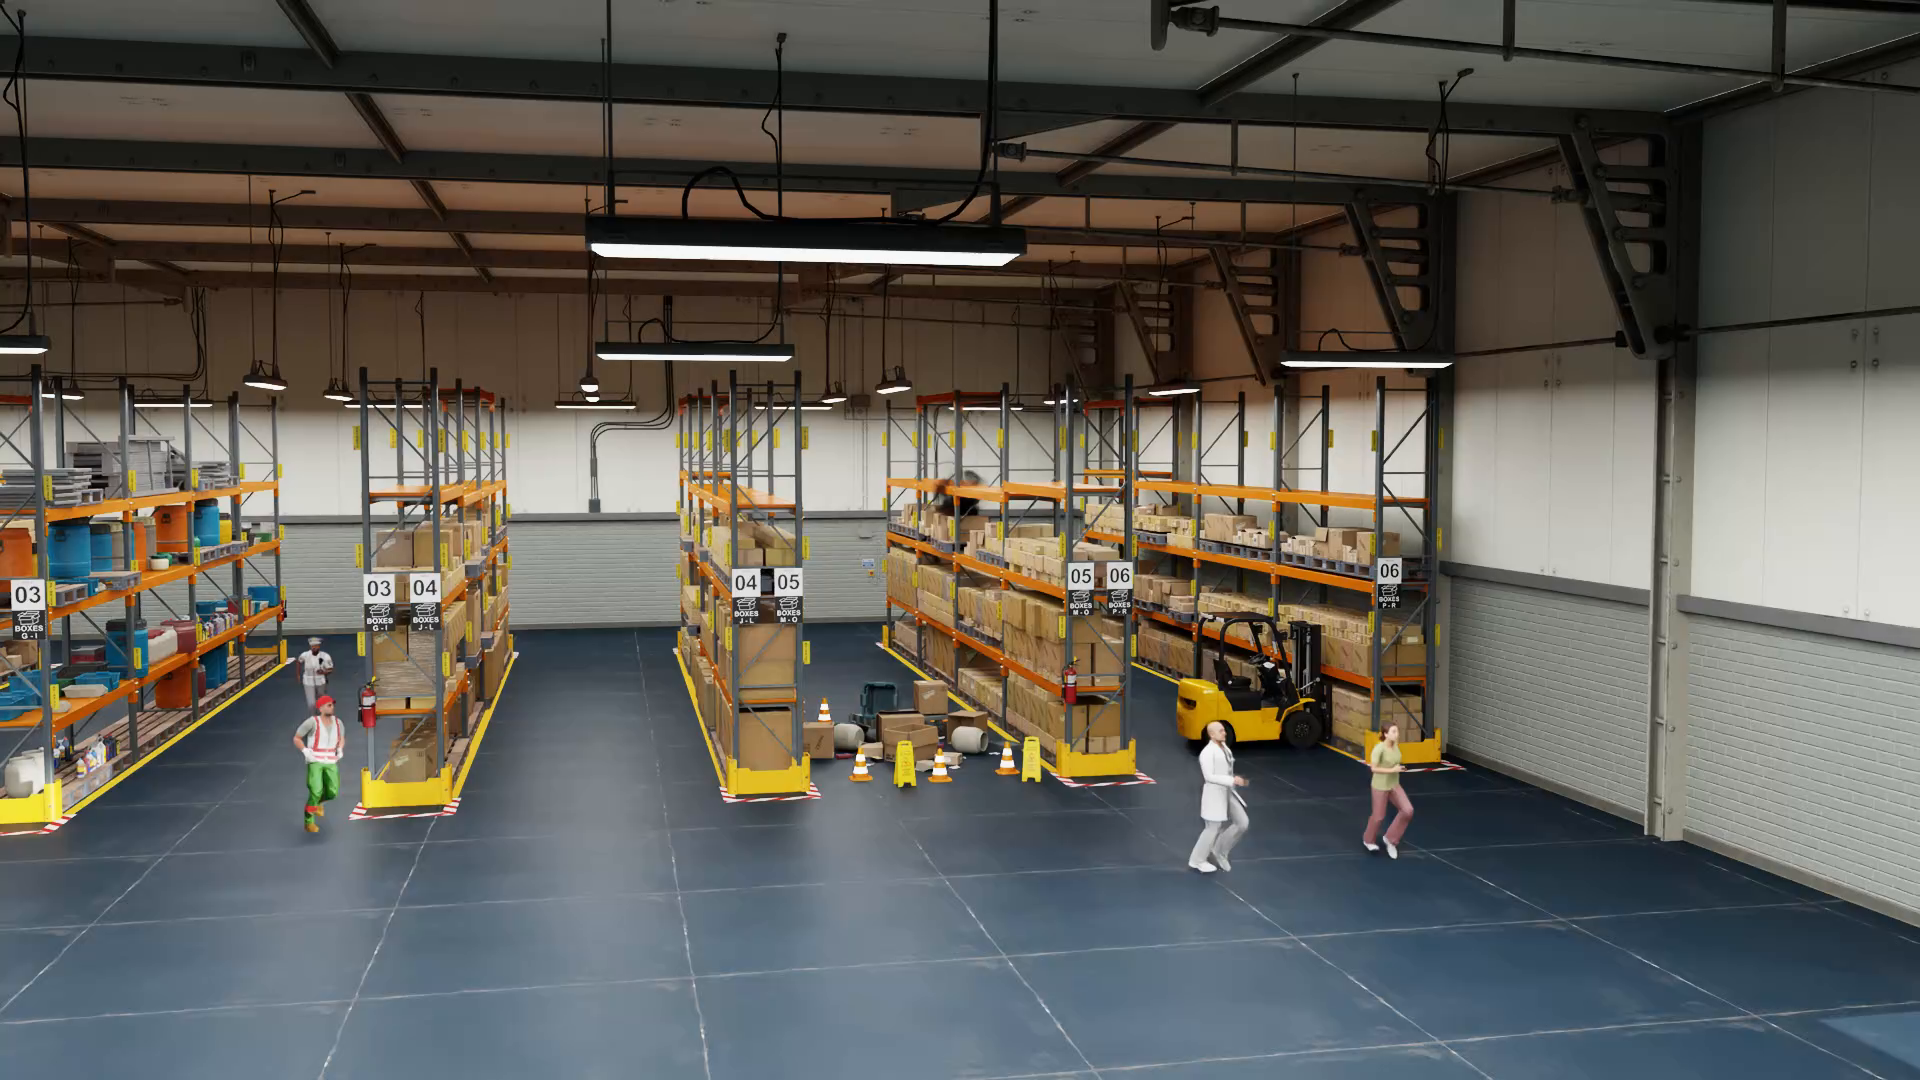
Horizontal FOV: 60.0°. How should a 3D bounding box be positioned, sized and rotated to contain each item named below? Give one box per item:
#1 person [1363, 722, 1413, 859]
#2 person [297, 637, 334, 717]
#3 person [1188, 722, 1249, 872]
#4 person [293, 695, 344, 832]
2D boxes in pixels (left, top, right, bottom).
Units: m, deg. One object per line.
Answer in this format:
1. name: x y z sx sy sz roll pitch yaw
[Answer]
1. person: 5.103 2.977 19.937 0.605 1.648 0.778 -2 4 -29
2. person: -10.936 2.492 28.226 0.599 1.736 0.832 -1 4 -18
3. person: 3.015 2.973 19.193 0.766 1.763 0.684 3 4 39
4. person: -8.303 2.872 21.621 0.613 1.708 0.672 3 5 45
